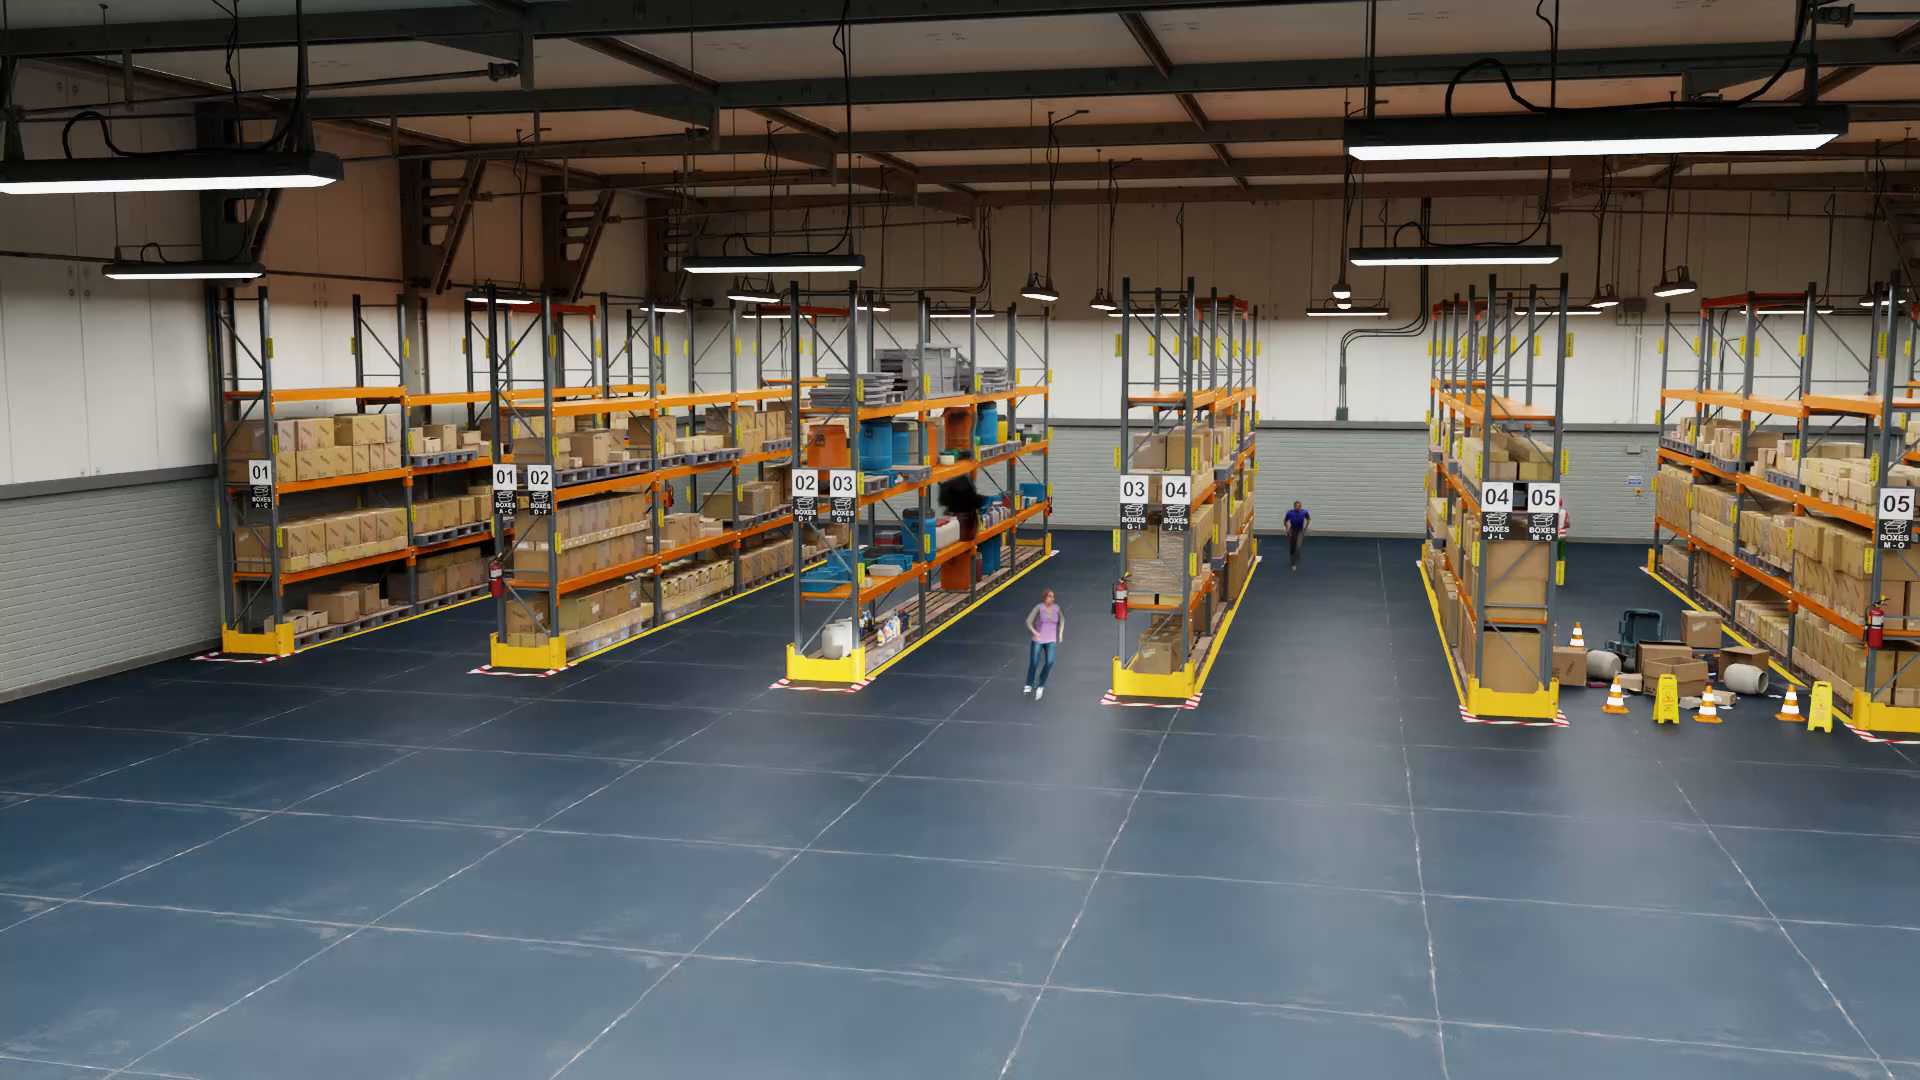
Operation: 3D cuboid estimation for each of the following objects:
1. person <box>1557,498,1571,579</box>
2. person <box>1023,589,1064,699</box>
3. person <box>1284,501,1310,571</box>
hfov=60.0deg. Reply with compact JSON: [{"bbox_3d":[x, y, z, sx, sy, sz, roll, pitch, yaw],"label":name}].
[{"bbox_3d":[12.944,-0.018,36.040,0.588,1.831,0.835,0,7,-2],"label":"person"},{"bbox_3d":[1.230,1.488,23.970,0.604,1.584,0.602,-1,7,-7],"label":"person"},{"bbox_3d":[7.688,-0.121,38.023,0.587,1.609,0.893,0,7,3],"label":"person"}]
